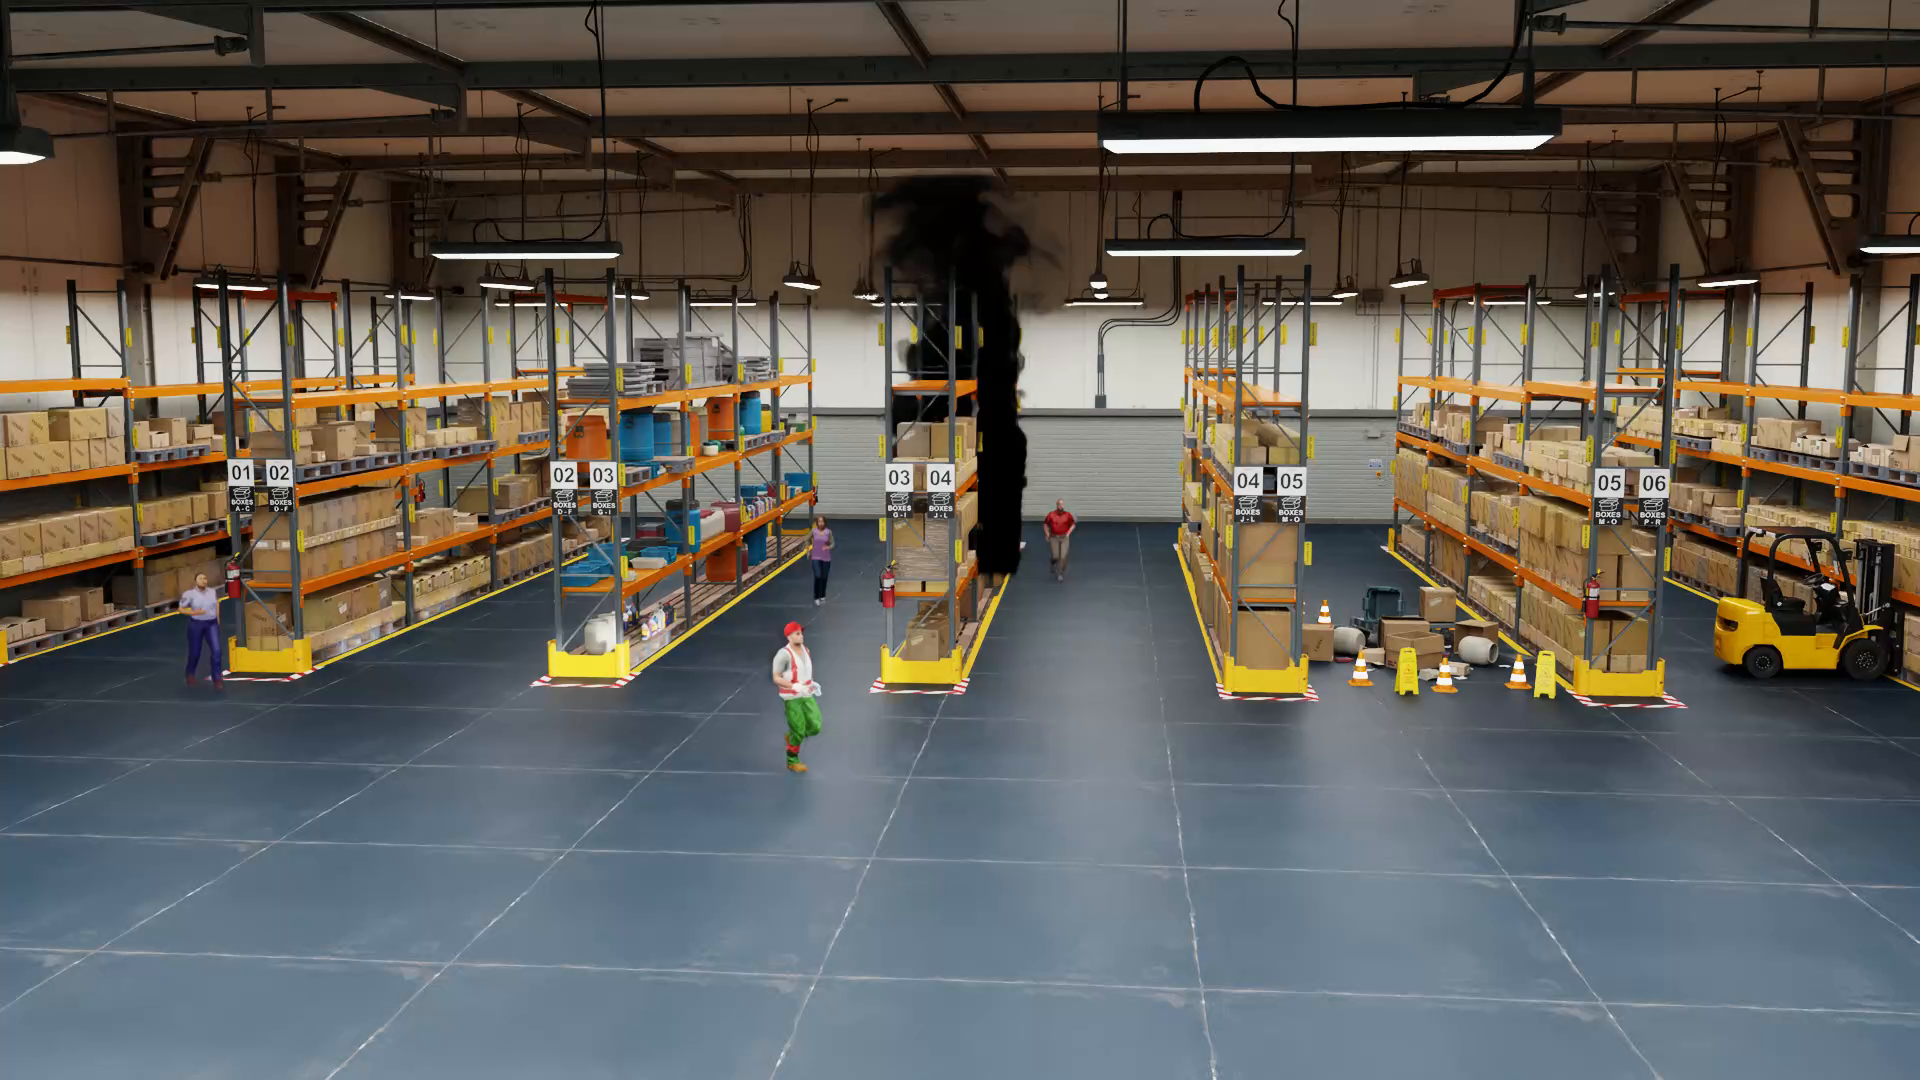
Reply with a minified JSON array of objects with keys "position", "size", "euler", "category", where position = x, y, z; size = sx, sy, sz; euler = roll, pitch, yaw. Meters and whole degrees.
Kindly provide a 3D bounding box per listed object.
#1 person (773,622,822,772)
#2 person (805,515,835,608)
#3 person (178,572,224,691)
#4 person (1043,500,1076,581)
[{"position":[-1.876,1.812,19.245],"size":[0.594,1.742,0.655],"euler":[5,9,37],"category":"person"},{"position":[-2.450,0.383,29.223],"size":[0.506,1.631,0.646],"euler":[-1,7,-11],"category":"person"},{"position":[-10.841,1.294,23.797],"size":[0.611,1.679,0.806],"euler":[-6,9,-41],"category":"person"},{"position":[2.062,0.000,34.388],"size":[0.663,1.676,0.600],"euler":[0,7,-1],"category":"person"}]
